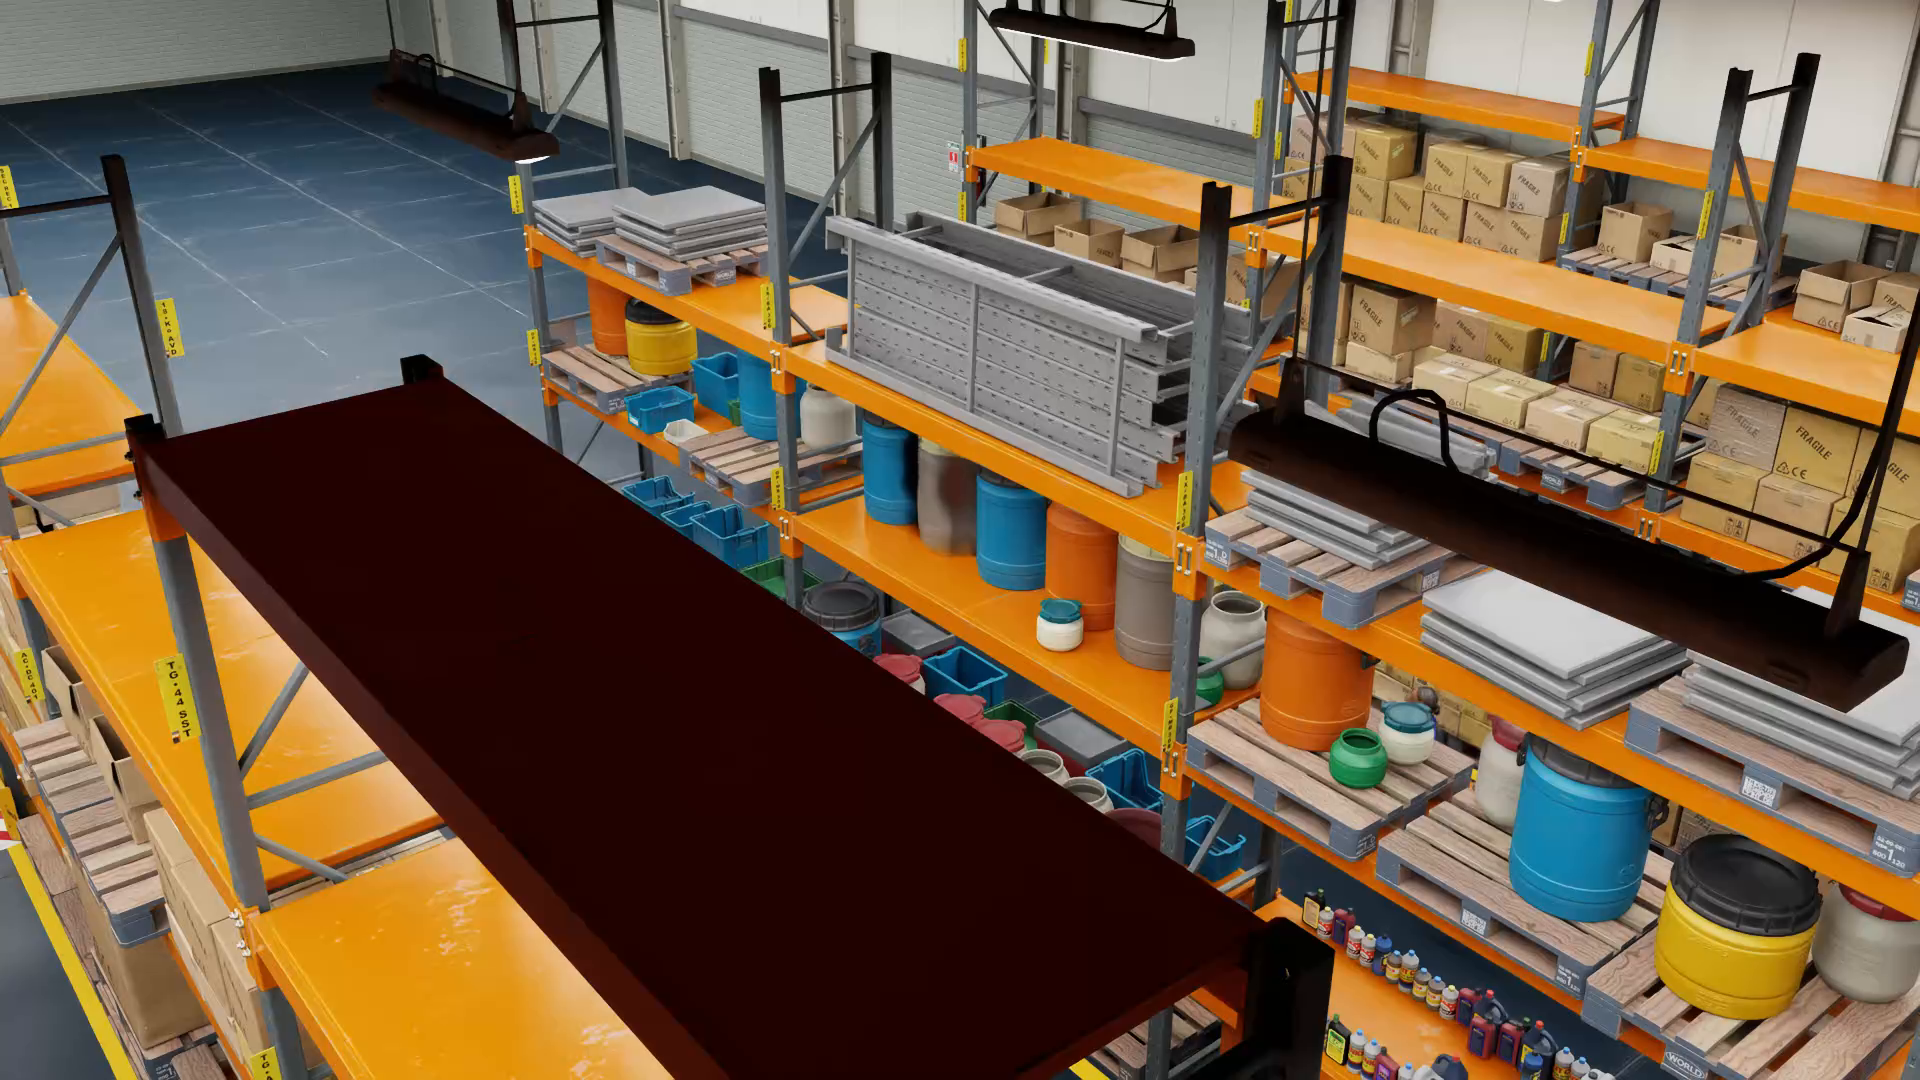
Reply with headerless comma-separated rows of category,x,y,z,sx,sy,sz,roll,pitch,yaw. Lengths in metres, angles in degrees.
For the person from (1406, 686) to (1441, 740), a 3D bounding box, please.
person,3.255,1.770,12.138,0.513,1.610,0.920,-23,34,-39
